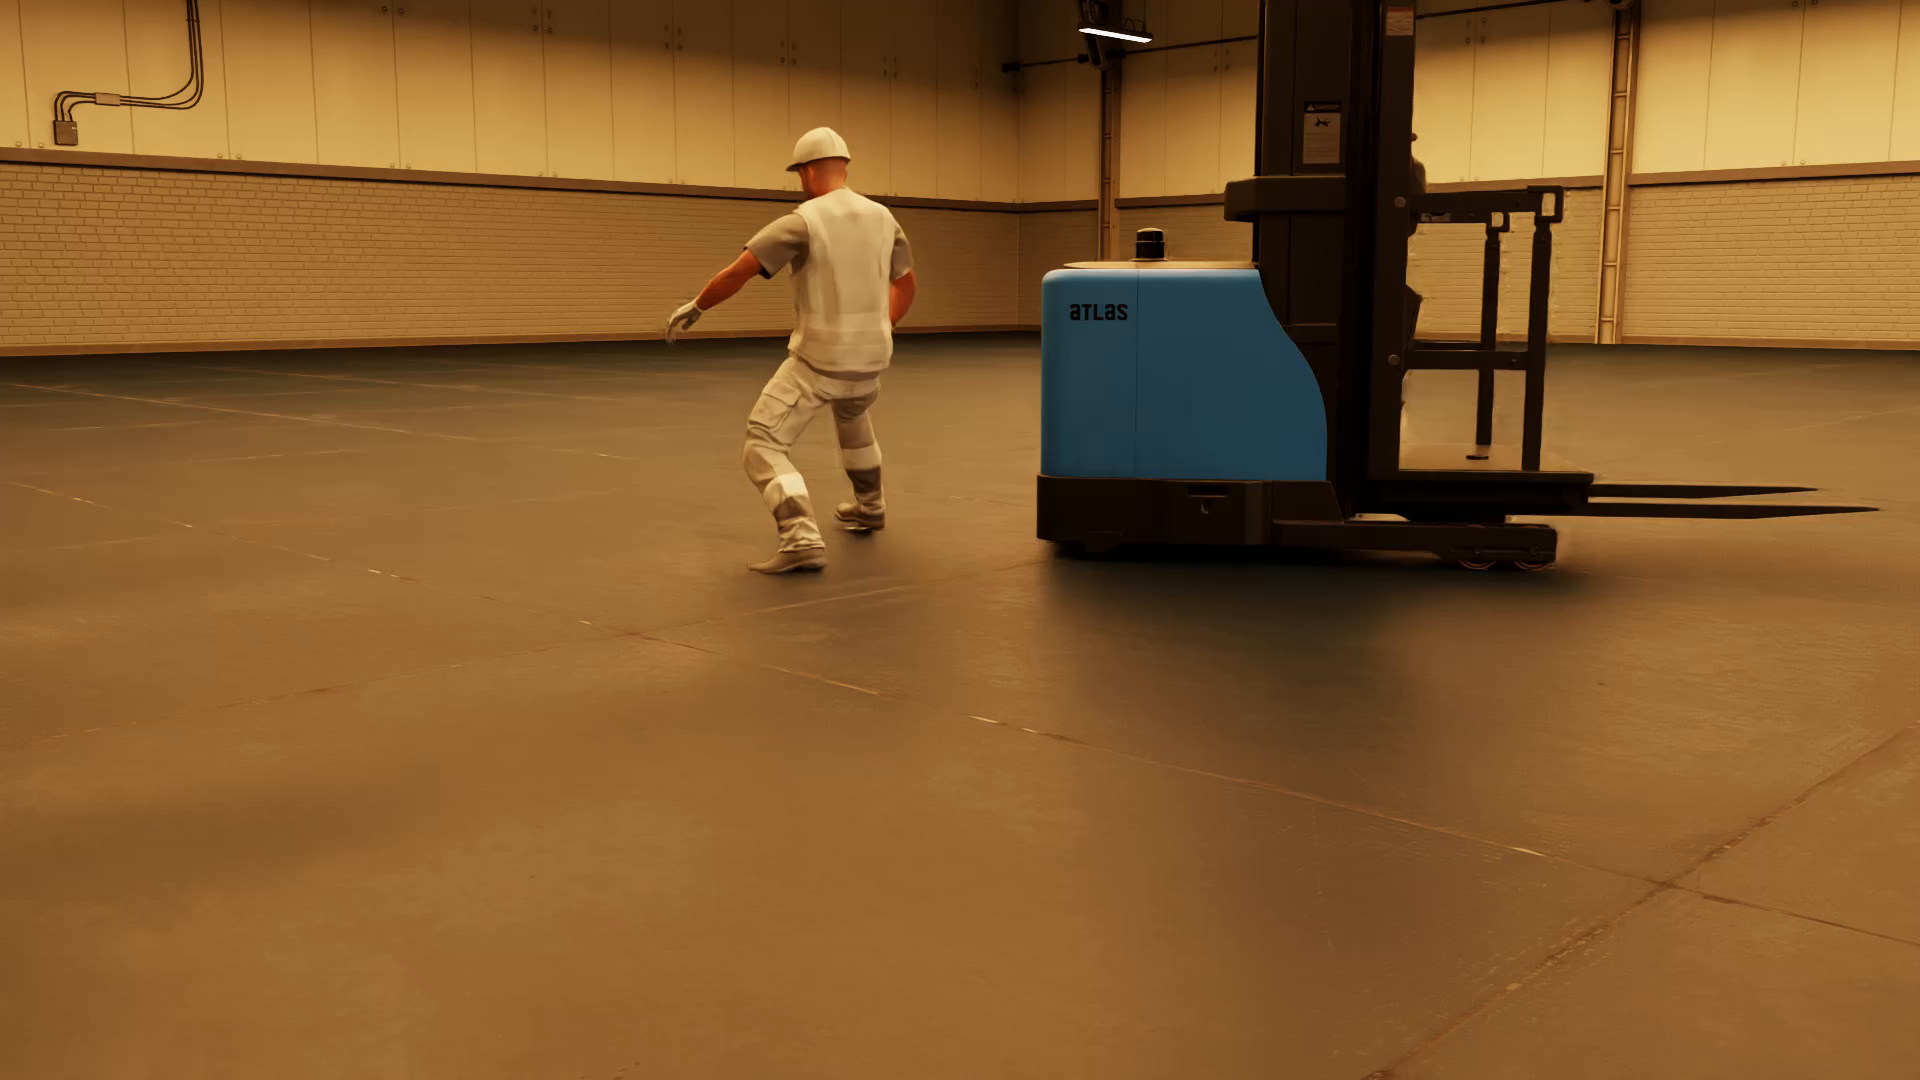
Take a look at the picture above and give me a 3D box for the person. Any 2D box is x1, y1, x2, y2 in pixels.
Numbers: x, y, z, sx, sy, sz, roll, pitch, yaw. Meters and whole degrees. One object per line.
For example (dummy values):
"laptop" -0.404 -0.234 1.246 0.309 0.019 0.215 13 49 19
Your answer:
"person" -0.569 -0.735 6.341 1.020 1.628 0.929 -7 11 -38

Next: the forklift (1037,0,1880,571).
"forklift" 1.849 -1.421 6.314 3.031 2.935 1.130 1 9 8
